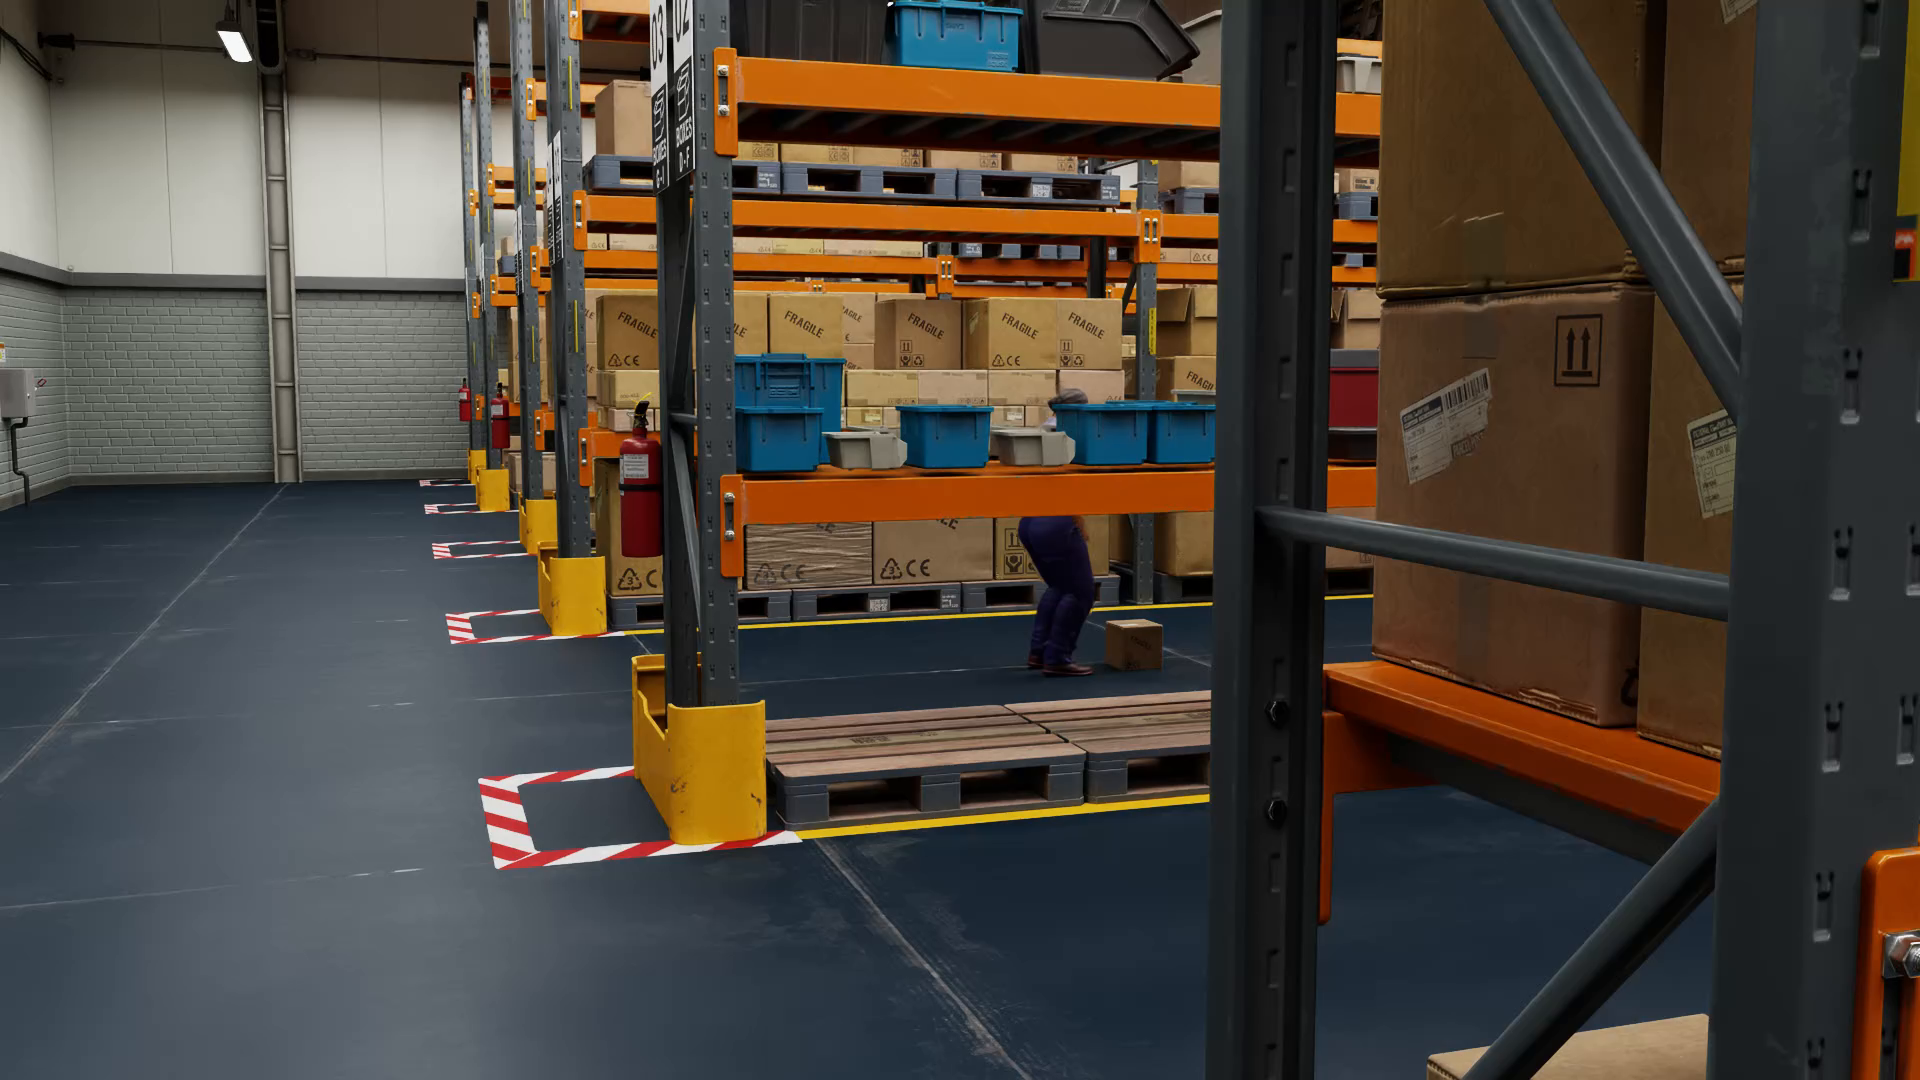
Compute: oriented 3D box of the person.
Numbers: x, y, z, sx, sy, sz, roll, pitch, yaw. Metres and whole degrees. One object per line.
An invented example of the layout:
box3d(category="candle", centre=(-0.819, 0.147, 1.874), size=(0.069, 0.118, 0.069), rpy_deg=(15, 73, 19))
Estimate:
box3d(category="person", centre=(0.536, -0.049, 9.380), size=(0.391, 1.607, 0.496), rpy_deg=(-2, 6, -17))
